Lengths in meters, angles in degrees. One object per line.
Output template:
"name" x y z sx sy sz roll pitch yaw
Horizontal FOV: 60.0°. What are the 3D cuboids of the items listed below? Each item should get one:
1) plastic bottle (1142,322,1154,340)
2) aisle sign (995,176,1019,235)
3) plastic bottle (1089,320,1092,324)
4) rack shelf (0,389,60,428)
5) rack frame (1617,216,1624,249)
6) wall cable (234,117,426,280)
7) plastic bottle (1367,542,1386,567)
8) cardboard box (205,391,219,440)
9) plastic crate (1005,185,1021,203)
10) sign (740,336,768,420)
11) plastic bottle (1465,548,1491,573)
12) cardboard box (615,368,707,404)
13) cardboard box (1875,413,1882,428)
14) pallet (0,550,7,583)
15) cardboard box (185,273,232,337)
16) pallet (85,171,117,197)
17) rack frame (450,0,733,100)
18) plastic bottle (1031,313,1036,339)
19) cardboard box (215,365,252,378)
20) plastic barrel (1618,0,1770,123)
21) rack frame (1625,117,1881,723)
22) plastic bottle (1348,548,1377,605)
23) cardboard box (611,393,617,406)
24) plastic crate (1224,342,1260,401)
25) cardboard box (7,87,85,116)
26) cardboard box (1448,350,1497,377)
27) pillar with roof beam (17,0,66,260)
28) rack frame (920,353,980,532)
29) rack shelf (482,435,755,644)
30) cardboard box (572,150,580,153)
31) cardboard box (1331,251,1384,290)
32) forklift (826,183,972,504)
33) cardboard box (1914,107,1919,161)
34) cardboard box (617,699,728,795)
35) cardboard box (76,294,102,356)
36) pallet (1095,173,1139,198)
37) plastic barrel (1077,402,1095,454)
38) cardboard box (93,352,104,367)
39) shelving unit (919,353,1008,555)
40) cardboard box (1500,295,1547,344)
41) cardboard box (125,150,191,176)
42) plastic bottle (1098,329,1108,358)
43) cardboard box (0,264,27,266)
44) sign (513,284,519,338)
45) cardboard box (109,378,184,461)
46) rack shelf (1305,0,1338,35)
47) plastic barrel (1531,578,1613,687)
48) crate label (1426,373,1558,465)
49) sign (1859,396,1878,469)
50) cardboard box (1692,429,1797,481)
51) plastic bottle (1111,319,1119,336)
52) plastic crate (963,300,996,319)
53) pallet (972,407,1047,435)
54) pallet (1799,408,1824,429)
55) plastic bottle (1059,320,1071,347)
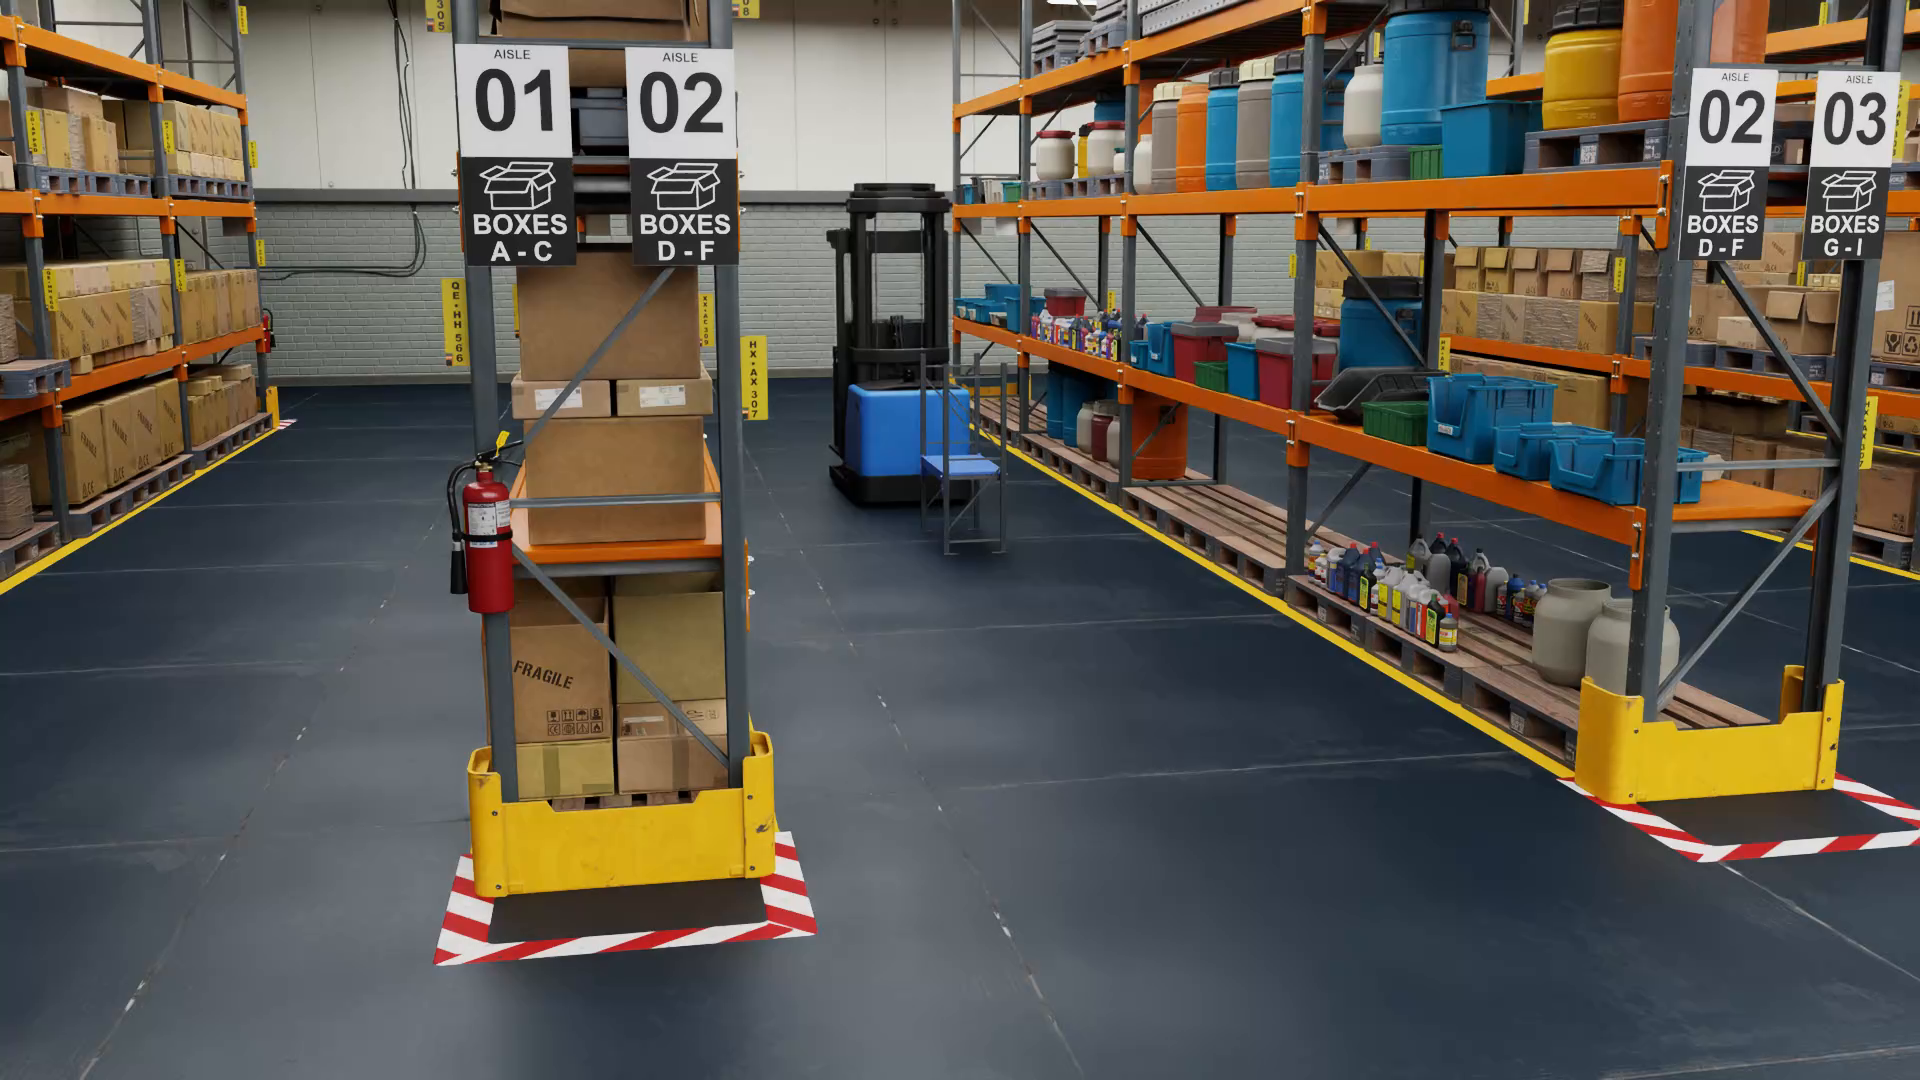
"plastic bottle" 1.923 -2.077 16.919 0.152 0.276 0.135 -2 11 -11
"aisle sign" 0.677 -4.561 22.684 0.394 0.787 0.004 -2 11 -11
"plastic bottle" 1.457 -2.360 18.606 0.097 0.201 0.097 0 11 0
"rack shelf" -7.369 -0.712 11.340 1.077 0.370 4.000 -2 11 -11
"rack frame" 10.147 -3.602 24.598 1.000 3.000 0.127 -2 11 -11
"wall cable" -10.064 -5.372 26.156 3.097 2.526 0.112 -2 11 -11
"plastic bottle" 2.629 0.184 10.615 0.144 0.351 0.185 -2 11 -11
"cardboard box" -8.675 -1.377 18.474 0.700 0.500 0.500 -2 11 -12
"plastic crate" 0.803 -3.962 19.037 0.450 0.188 0.662 -2 11 -11
"sign" -0.798 -0.629 6.453 0.100 0.325 0.005 -2 11 -11
"plastic bottle" 3.246 0.228 10.383 0.144 0.351 0.185 -2 11 -11
"cardboard box" -1.263 -0.642 7.044 0.380 0.149 0.250 -2 11 -12
"cardboard box" 10.913 -1.604 19.666 0.500 0.500 0.500 -2 11 -8
"pallet" -7.374 0.304 11.534 1.003 0.211 1.213 -2 11 -11
"cardboard box" -8.913 -2.681 18.956 0.980 0.700 0.700 -3 11 -14
"pallet" -8.156 -3.134 14.624 1.003 0.211 1.213 -2 11 -8
"rack frame" -1.344 -3.093 5.880 1.000 3.000 0.127 -2 11 -11
"plastic bottle" 0.835 -2.386 18.523 0.061 0.283 0.133 -2 11 -11
"cardboard box" -8.876 -2.055 20.298 0.380 0.149 0.250 -2 11 -12
"plastic barrel" 3.297 -2.301 7.468 0.600 0.830 0.708 -2 11 -11
"rack frame" 3.516 -0.325 7.384 1.000 3.000 0.127 -2 11 -11
"plastic bottle" 2.524 0.224 10.406 0.144 0.351 0.185 -3 11 -13
"cardboard box" -1.529 -0.377 7.389 0.700 0.500 0.500 -2 11 -10
"plastic crate" 2.218 -1.242 12.243 0.392 0.384 0.575 -2 11 -11
"cardboard box" -8.371 -4.006 15.251 0.500 0.250 0.500 -2 11 -13
"cardboard box" 6.184 -1.752 19.440 1.225 0.875 0.875 -2 11 -11
"pillar with roof beam" -5.298 -5.367 17.825 9.100 9.000 0.400 -2 11 -11
"rack frame" -0.082 -0.814 13.964 0.500 1.500 0.032 -2 11 -11
"rack shelf" -1.733 -0.159 8.435 1.077 0.370 4.000 -2 11 -11
"cardboard box" -2.232 -2.599 10.585 0.500 0.250 0.500 -1 11 -5
"cardboard box" 5.295 -3.596 22.170 0.500 0.500 0.500 -2 11 -13
"forklift" -0.705 -2.005 16.390 1.130 2.935 3.031 -2 11 -12
"cardboard box" 7.602 -3.060 12.327 0.797 0.503 0.637 -3 11 -14
"cardboard box" -1.230 0.892 7.218 0.500 0.250 0.500 -2 11 -11
"cardboard box" -7.694 -1.832 14.184 0.500 0.500 0.500 -2 11 -9
"pallet" 1.907 -3.317 15.586 1.003 0.211 1.213 -2 11 -11
"plastic barrel" 1.431 -1.173 17.369 0.421 0.512 0.421 0 11 0
"cardboard box" -7.872 -1.623 14.817 0.380 0.149 0.250 -2 11 -10
"shelving unit" 0.017 -0.721 13.474 0.538 1.500 1.048 -2 11 -11
"cardboard box" 6.186 -2.384 17.929 0.500 0.500 0.500 -2 11 -10
"cardboard box" -8.412 -3.958 17.455 0.500 0.250 0.500 -2 11 -11
"plastic bottle" 1.375 -1.888 15.938 0.097 0.271 0.097 0 11 0
"cardboard box" -8.294 -2.269 14.473 0.500 0.250 0.500 -2 11 -12
"sign" -2.652 -1.388 10.081 0.100 0.325 0.005 -2 11 -11
"cardboard box" -8.282 -1.202 16.614 0.750 0.750 0.750 -2 11 -10
"rack shelf" 3.127 -3.089 8.855 1.077 0.370 4.000 -2 11 -11
"plastic barrel" 3.215 0.481 8.680 0.421 0.512 0.421 0 11 0
"crate label" 2.892 -0.671 9.102 0.502 0.435 0.616 -2 11 -11
"sign" 4.056 -0.481 7.459 0.100 0.325 0.005 -2 11 -11
"cardboard box" 7.089 -0.738 15.058 0.700 0.500 0.500 -3 11 -16
"plastic bottle" 1.652 -2.210 17.632 0.097 0.271 0.097 0 11 0
"plastic crate" 0.257 -3.029 21.876 0.416 0.233 0.300 -2 11 -11
"pallet" 0.760 -1.514 21.087 1.003 0.211 1.213 -2 11 -11
"pallet" 10.760 -1.620 21.645 1.003 0.211 1.213 -2 11 -11
"plastic bottle" 1.123 -2.154 17.324 0.152 0.276 0.135 -2 11 -11
